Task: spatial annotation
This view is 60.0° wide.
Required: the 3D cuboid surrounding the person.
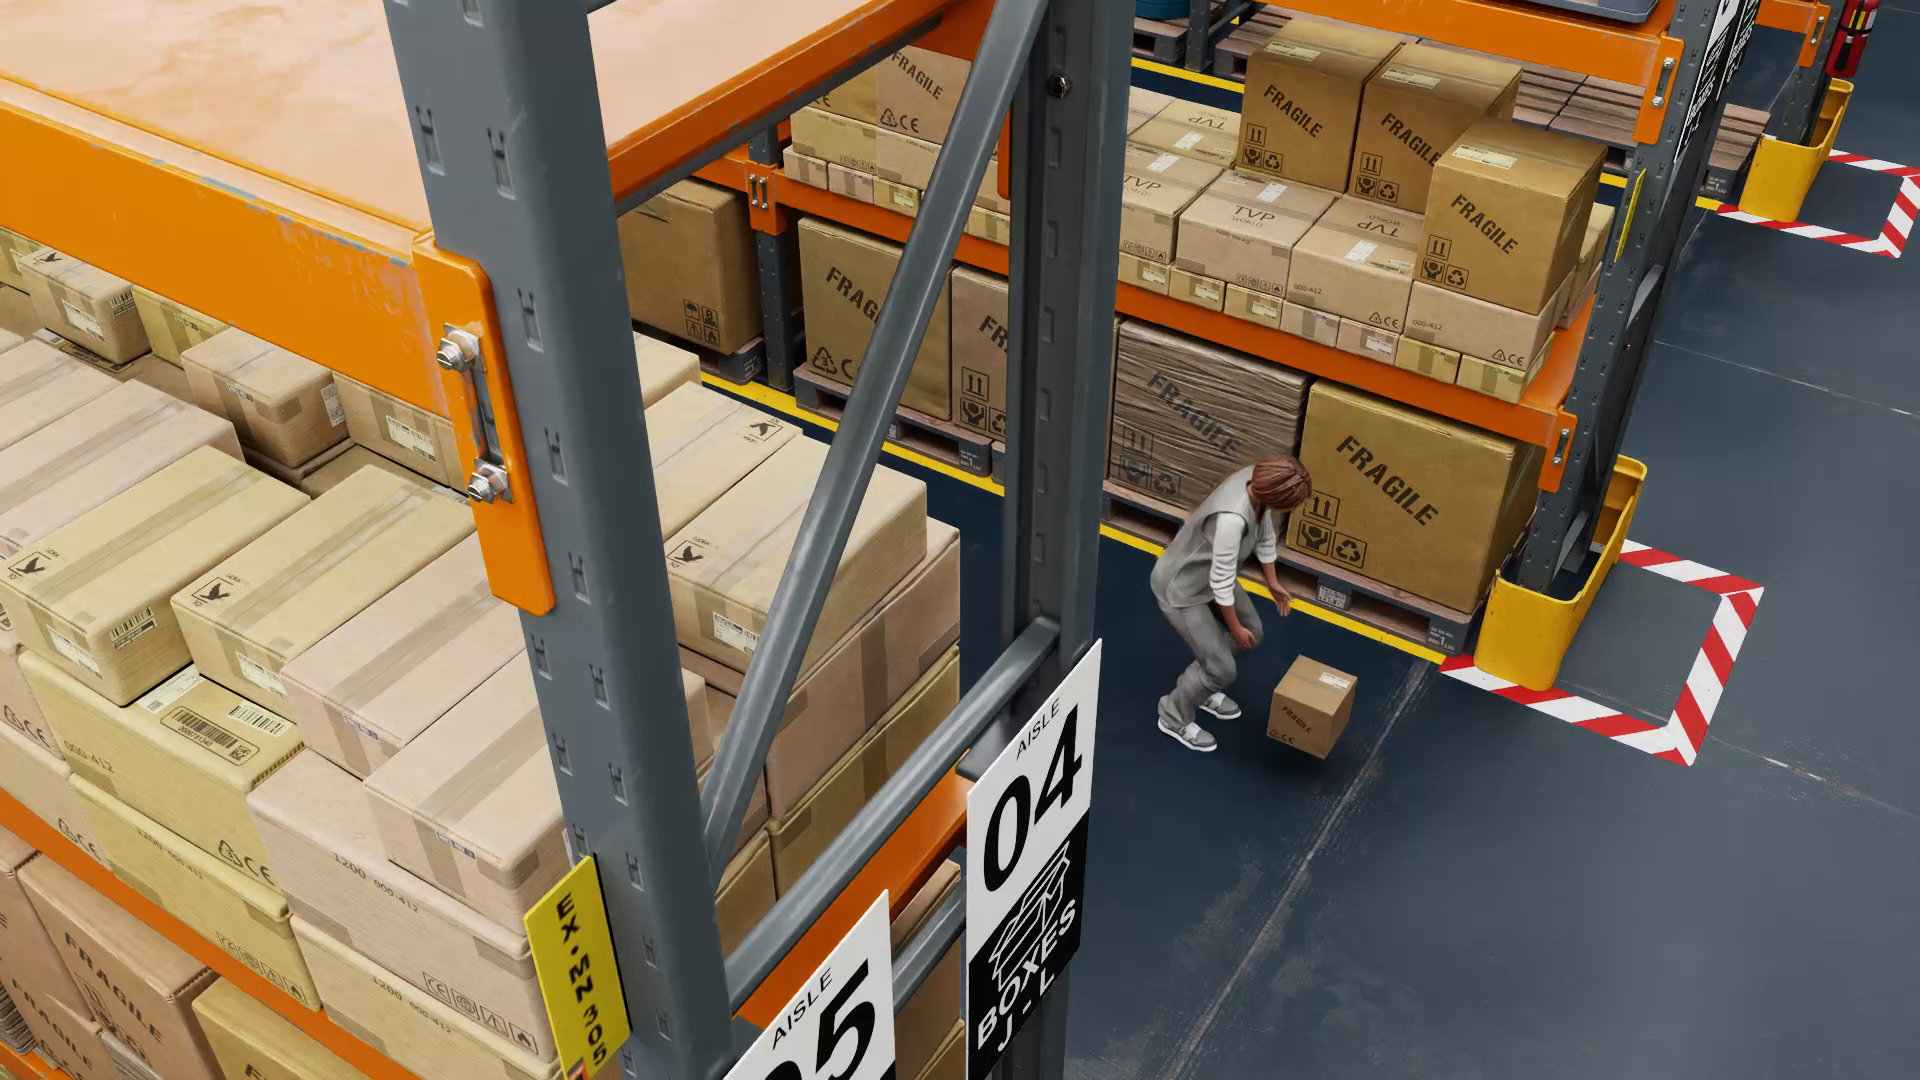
[{"bbox_3d":[1.041,0.209,6.562,0.560,1.408,0.456,22,44,25],"label":"person"}]
